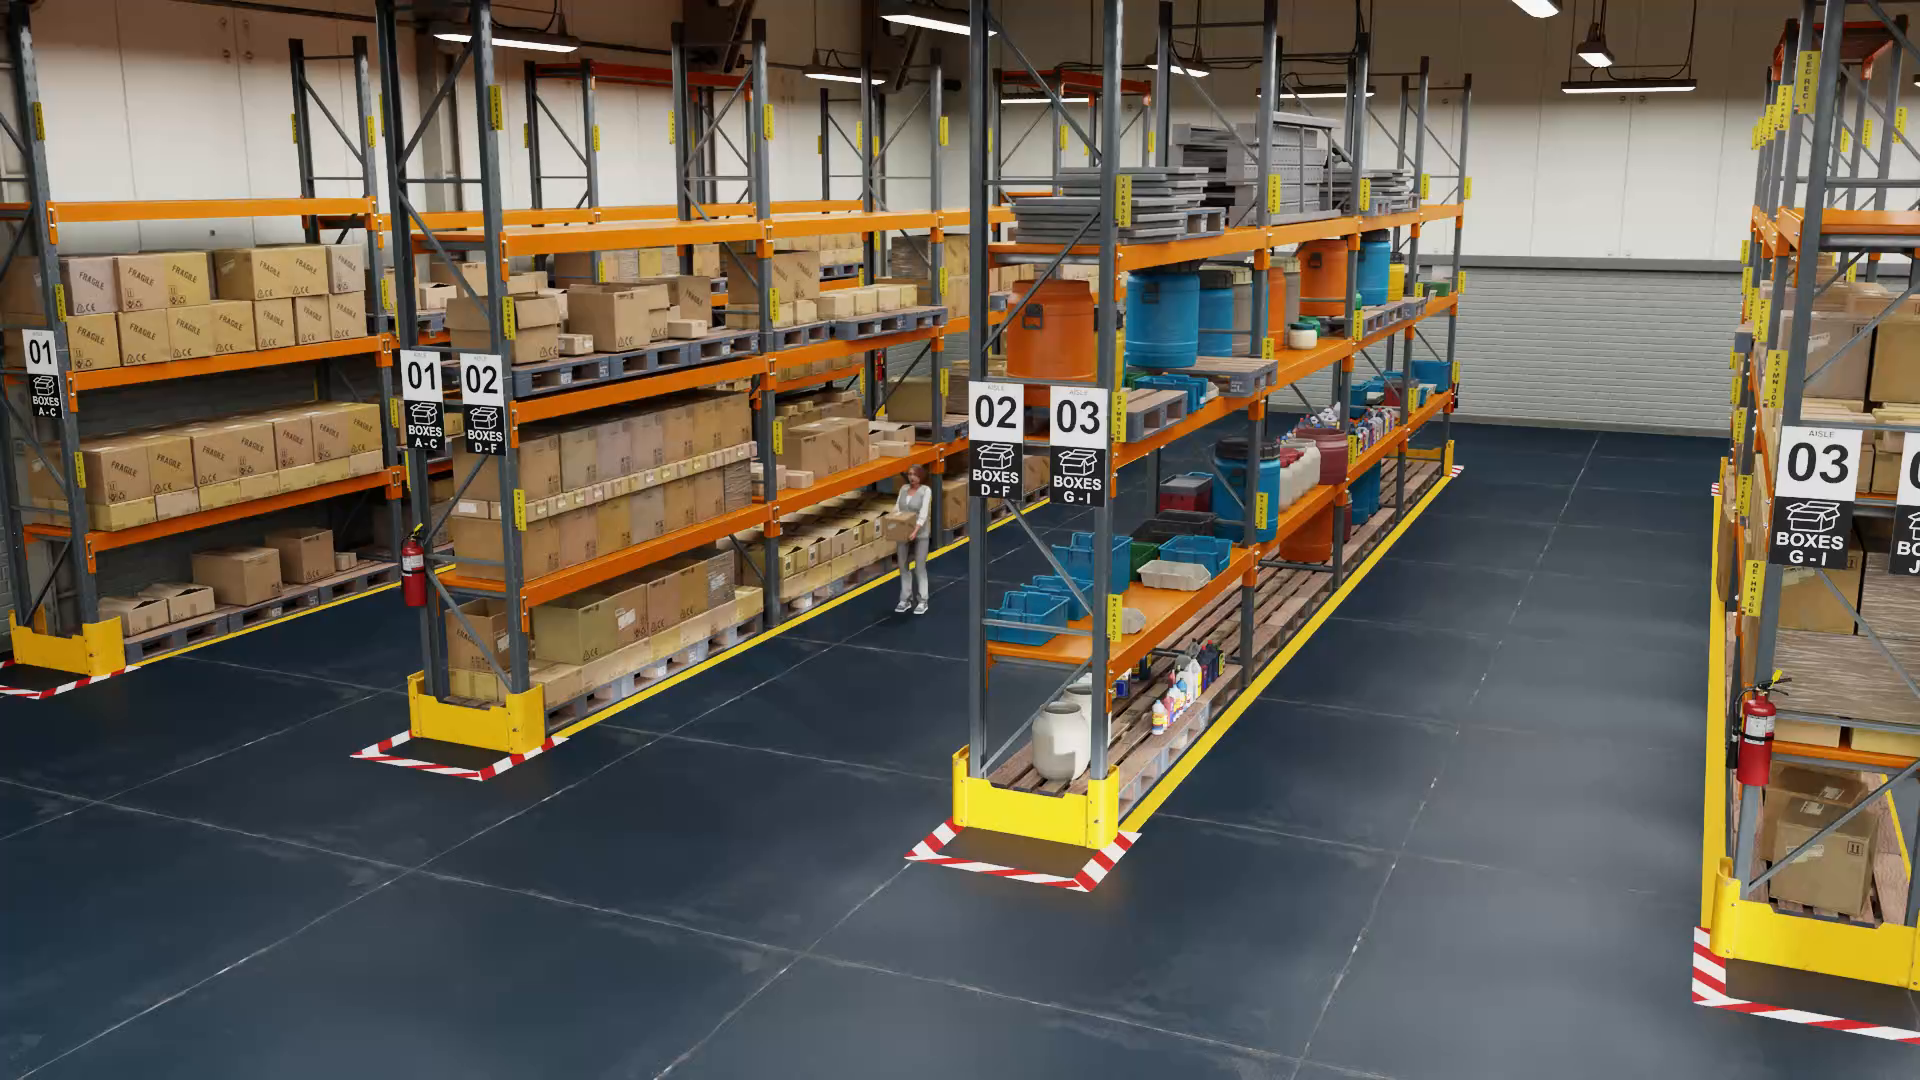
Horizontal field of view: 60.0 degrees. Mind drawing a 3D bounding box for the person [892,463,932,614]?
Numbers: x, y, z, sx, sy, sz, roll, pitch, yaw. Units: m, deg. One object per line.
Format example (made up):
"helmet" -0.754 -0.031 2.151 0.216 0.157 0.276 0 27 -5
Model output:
"person" -0.535 -0.005 17.527 0.404 1.594 0.494 6 14 25
